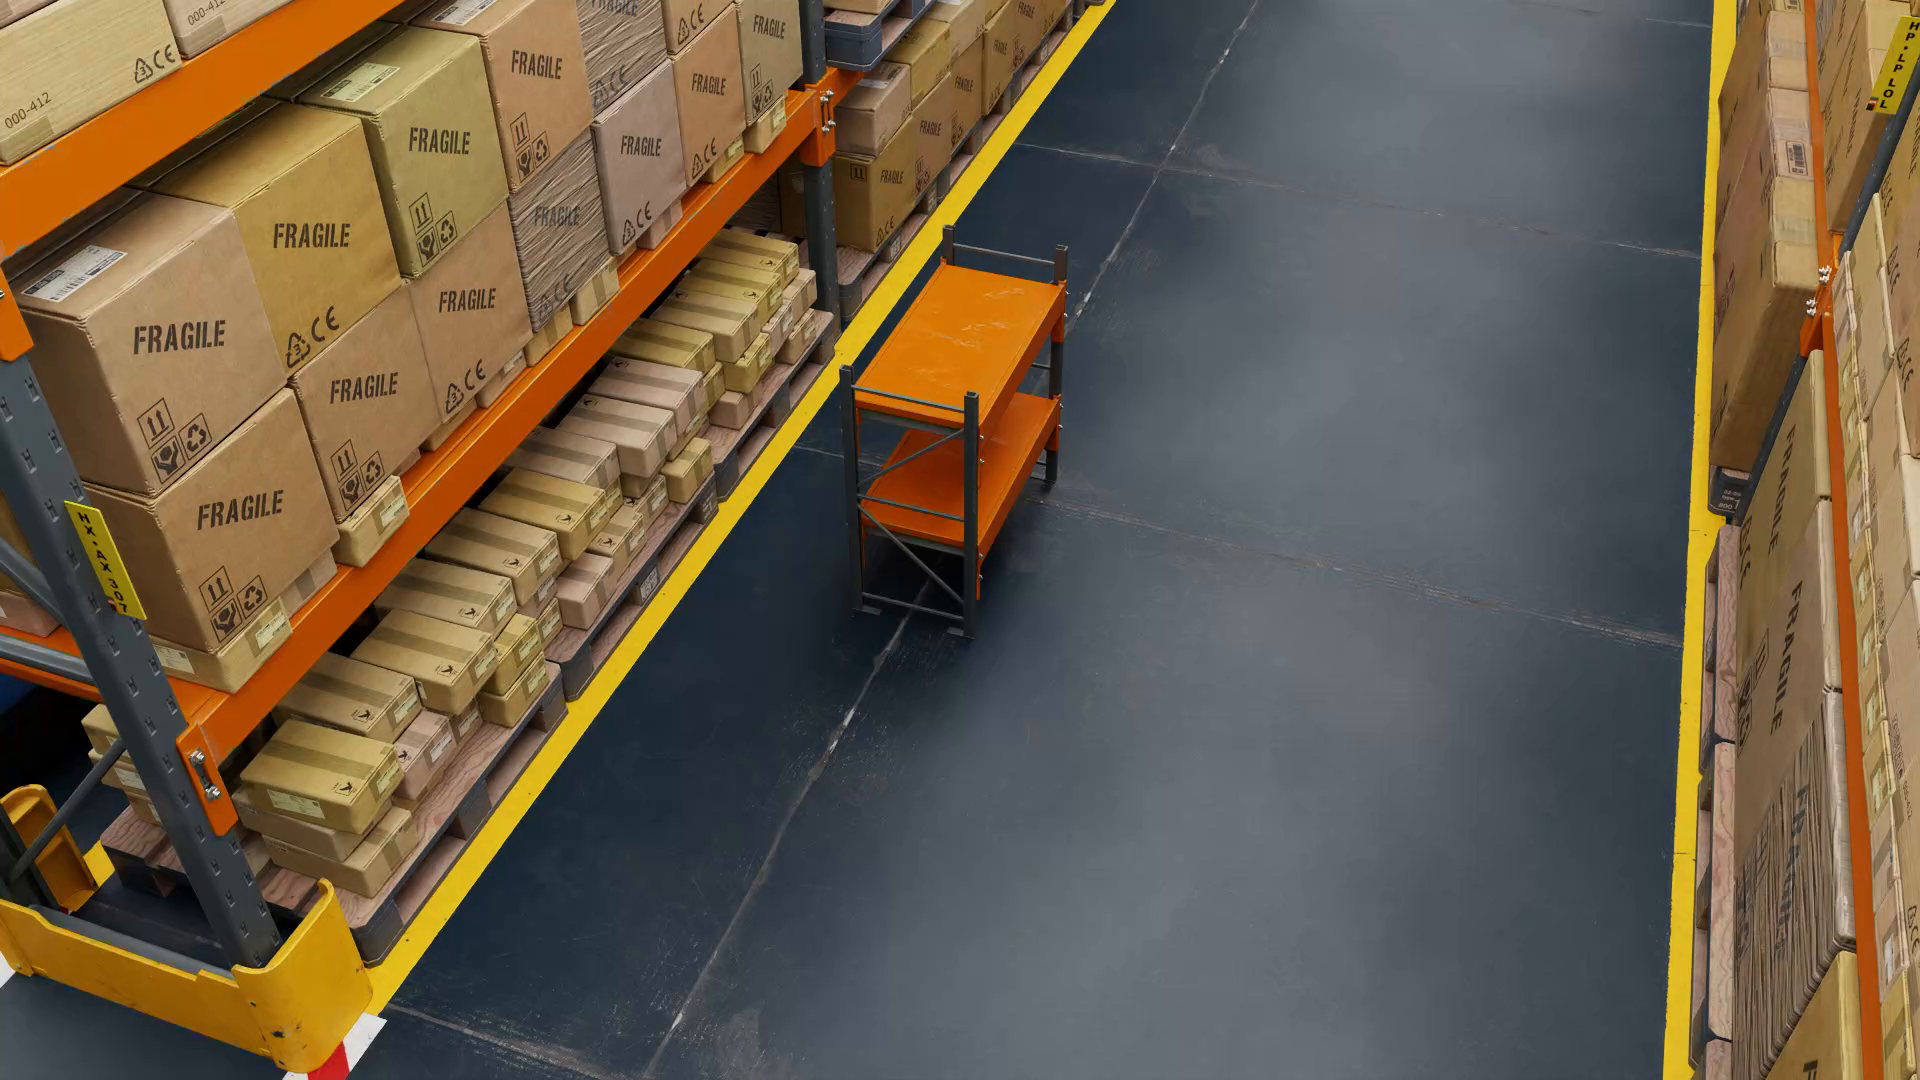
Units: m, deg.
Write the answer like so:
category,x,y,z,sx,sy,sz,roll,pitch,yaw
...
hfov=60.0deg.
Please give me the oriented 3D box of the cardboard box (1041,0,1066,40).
category,x,y,z,sx,sy,sz,roll,pitch,yaw
cardboard box,0.337,-3.371,9.993,0.500,0.500,0.500,13,42,15

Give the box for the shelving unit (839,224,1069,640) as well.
category,x,y,z,sx,sy,sz,roll,pitch,yaw
shelving unit,-0.002,-0.424,6.380,0.538,1.125,1.048,13,42,15

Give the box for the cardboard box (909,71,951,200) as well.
category,x,y,z,sx,sy,sz,roll,pitch,yaw
cardboard box,-0.371,-2.106,8.509,0.500,0.500,0.500,15,43,17

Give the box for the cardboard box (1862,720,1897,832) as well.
category,x,y,z,sx,sy,sz,roll,pitch,yaw
cardboard box,2.367,0.602,3.927,0.380,0.149,0.250,12,42,14

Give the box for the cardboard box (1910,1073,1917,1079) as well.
category,x,y,z,sx,sy,sz,roll,pitch,yaw
cardboard box,2.019,1.225,3.196,0.380,0.149,0.250,14,42,16

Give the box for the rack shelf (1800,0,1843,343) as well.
category,x,y,z,sx,sy,sz,roll,pitch,yaw
rack shelf,4.258,-1.966,7.297,1.077,0.370,4.000,13,42,15

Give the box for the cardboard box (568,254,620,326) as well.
category,x,y,z,sx,sy,sz,roll,pitch,yaw
cardboard box,-1.397,-0.891,5.677,0.380,0.149,0.250,14,42,16

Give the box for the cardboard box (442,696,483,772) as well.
category,x,y,z,sx,sy,sz,roll,pitch,yaw
cardboard box,-1.849,0.603,5.605,0.380,0.149,0.250,14,42,16

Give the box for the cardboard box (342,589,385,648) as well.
category,x,y,z,sx,sy,sz,roll,pitch,yaw
cardboard box,-2.143,0.226,5.818,0.380,0.149,0.250,13,42,15

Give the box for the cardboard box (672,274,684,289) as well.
category,x,y,z,sx,sy,sz,roll,pitch,yaw
cardboard box,-1.476,-1.220,7.513,0.380,0.149,0.250,15,43,17

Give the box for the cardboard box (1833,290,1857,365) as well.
category,x,y,z,sx,sy,sz,roll,pitch,yaw
cardboard box,3.071,-0.657,5.403,0.380,0.149,0.250,12,42,14

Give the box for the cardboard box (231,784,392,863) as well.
category,x,y,z,sx,sy,sz,roll,pitch,yaw
cardboard box,-1.999,0.807,5.137,0.380,0.149,0.250,15,43,17

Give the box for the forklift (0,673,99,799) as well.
category,x,y,z,sx,sy,sz,roll,pitch,yaw
forklift,-3.327,-0.944,5.598,1.130,2.935,3.031,16,43,18

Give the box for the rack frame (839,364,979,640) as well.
category,x,y,z,sx,sy,sz,roll,pitch,yaw
rack frame,-0.176,-0.114,6.017,0.500,1.125,0.032,13,42,15

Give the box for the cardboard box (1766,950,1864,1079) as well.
category,x,y,z,sx,sy,sz,roll,pitch,yaw
cardboard box,2.350,1.661,3.806,0.875,0.875,0.875,13,42,15

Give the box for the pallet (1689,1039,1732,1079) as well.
category,x,y,z,sx,sy,sz,roll,pitch,yaw
pallet,2.407,1.976,4.271,1.003,0.211,1.213,13,42,15

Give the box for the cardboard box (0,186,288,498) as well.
category,x,y,z,sx,sy,sz,roll,pitch,yaw
cardboard box,-2.017,-0.489,3.935,0.500,0.500,0.500,13,42,15

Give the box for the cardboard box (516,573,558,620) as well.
category,x,y,z,sx,sy,sz,roll,pitch,yaw
cardboard box,-1.661,0.168,5.886,0.380,0.149,0.250,11,42,13

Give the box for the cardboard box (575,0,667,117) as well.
category,x,y,z,sx,sy,sz,roll,pitch,yaw
cardboard box,-1.319,-1.741,5.403,0.500,0.500,0.500,14,43,16

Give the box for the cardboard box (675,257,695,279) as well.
category,x,y,z,sx,sy,sz,roll,pitch,yaw
cardboard box,-1.364,-1.319,7.400,0.380,0.149,0.250,15,43,17

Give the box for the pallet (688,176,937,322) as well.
category,x,y,z,sx,sy,sz,roll,pitch,yaw
pallet,-0.787,-1.596,8.458,1.003,0.211,1.213,13,42,15

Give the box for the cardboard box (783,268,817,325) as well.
category,x,y,z,sx,sy,sz,roll,pitch,yaw
cardboard box,-0.861,-1.108,7.381,0.380,0.149,0.250,14,42,16

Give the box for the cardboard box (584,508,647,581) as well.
category,x,y,z,sx,sy,sz,roll,pitch,yaw
cardboard box,-1.423,-0.013,6.327,0.380,0.149,0.250,13,42,15

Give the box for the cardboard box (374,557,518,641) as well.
category,x,y,z,sx,sy,sz,roll,pitch,yaw
cardboard box,-1.726,0.222,5.593,0.380,0.149,0.250,11,42,13

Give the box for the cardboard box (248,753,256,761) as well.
category,x,y,z,sx,sy,sz,roll,pitch,yaw
cardboard box,-2.443,0.636,5.567,0.380,0.149,0.250,15,43,16

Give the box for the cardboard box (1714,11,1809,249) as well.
category,x,y,z,sx,sy,sz,roll,pitch,yaw
cardboard box,4.375,-1.852,7.924,1.225,0.875,0.875,13,42,15

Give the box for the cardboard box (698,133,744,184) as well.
category,x,y,z,sx,sy,sz,roll,pitch,yaw
cardboard box,-1.063,-1.529,6.425,0.380,0.149,0.250,15,43,17

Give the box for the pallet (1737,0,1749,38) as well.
category,x,y,z,sx,sy,sz,roll,pitch,yaw
pallet,5.211,-2.875,9.957,1.003,0.211,1.213,13,42,15

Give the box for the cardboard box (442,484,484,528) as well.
category,x,y,z,sx,sy,sz,roll,pitch,yaw
cardboard box,-1.986,-0.206,6.095,0.380,0.149,0.250,12,42,14

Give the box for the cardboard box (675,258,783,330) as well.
category,x,y,z,sx,sy,sz,roll,pitch,yaw
cardboard box,-0.979,-1.044,7.077,0.380,0.149,0.250,14,42,16

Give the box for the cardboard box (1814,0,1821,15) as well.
category,x,y,z,sx,sy,sz,roll,pitch,yaw
cardboard box,4.174,-2.633,7.448,0.500,0.500,0.500,13,42,14

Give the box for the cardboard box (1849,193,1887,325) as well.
category,x,y,z,sx,sy,sz,roll,pitch,yaw
cardboard box,3.168,-0.847,5.318,0.500,0.250,0.500,13,42,14

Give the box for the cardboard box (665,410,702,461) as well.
category,x,y,z,sx,sy,sz,roll,pitch,yaw
cardboard box,-1.263,-0.482,6.647,0.380,0.149,0.250,14,43,16

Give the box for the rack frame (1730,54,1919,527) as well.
category,x,y,z,sx,sy,sz,roll,pitch,yaw
rack frame,3.575,-1.020,5.634,1.000,3.000,0.127,13,42,15

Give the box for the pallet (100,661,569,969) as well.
category,x,y,z,sx,sy,sz,roll,pitch,yaw
pallet,-2.083,0.784,5.668,1.003,0.211,1.213,13,42,15

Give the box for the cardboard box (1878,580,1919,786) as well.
category,x,y,z,sx,sy,sz,roll,pitch,yaw
cardboard box,2.471,0.390,3.868,0.500,0.250,0.500,12,42,14

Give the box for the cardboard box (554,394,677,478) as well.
category,x,y,z,sx,sy,sz,roll,pitch,yaw
cardboard box,-1.306,-0.397,6.319,0.380,0.149,0.250,12,42,14

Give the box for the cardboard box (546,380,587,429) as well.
category,x,y,z,sx,sy,sz,roll,pitch,yaw
cardboard box,-1.739,-0.563,6.743,0.380,0.149,0.250,15,43,17

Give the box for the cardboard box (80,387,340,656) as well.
category,x,y,z,sx,sy,sz,roll,pitch,yaw
cardboard box,-2.007,-0.106,4.257,0.500,0.500,0.500,15,43,17

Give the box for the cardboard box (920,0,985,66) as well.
category,x,y,z,sx,sy,sz,roll,pitch,yaw
cardboard box,-0.193,-2.704,8.632,0.500,0.250,0.500,15,43,17

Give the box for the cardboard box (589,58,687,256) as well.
category,x,y,z,sx,sy,sz,roll,pitch,yaw
cardboard box,-1.302,-1.356,5.722,0.500,0.500,0.500,13,42,15

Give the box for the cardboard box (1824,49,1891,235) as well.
category,x,y,z,sx,sy,sz,roll,pitch,yaw
cardboard box,3.478,-1.403,6.007,0.500,0.500,0.500,13,42,15

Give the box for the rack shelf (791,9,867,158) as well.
category,x,y,z,sx,sy,sz,roll,pitch,yaw
rack shelf,-0.368,-3.128,8.660,1.077,0.370,4.000,13,42,15

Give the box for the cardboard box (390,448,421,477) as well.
category,x,y,z,sx,sy,sz,roll,pitch,yaw
cardboard box,-1.851,-0.277,4.957,0.380,0.149,0.250,15,43,17

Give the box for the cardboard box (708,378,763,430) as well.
category,x,y,z,sx,sy,sz,roll,pitch,yaw
cardboard box,-1.063,-0.627,7.047,0.380,0.149,0.250,12,42,14

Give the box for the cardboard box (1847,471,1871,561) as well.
category,x,y,z,sx,sy,sz,roll,pitch,yaw
cardboard box,2.718,-0.027,4.664,0.380,0.149,0.250,14,42,16
